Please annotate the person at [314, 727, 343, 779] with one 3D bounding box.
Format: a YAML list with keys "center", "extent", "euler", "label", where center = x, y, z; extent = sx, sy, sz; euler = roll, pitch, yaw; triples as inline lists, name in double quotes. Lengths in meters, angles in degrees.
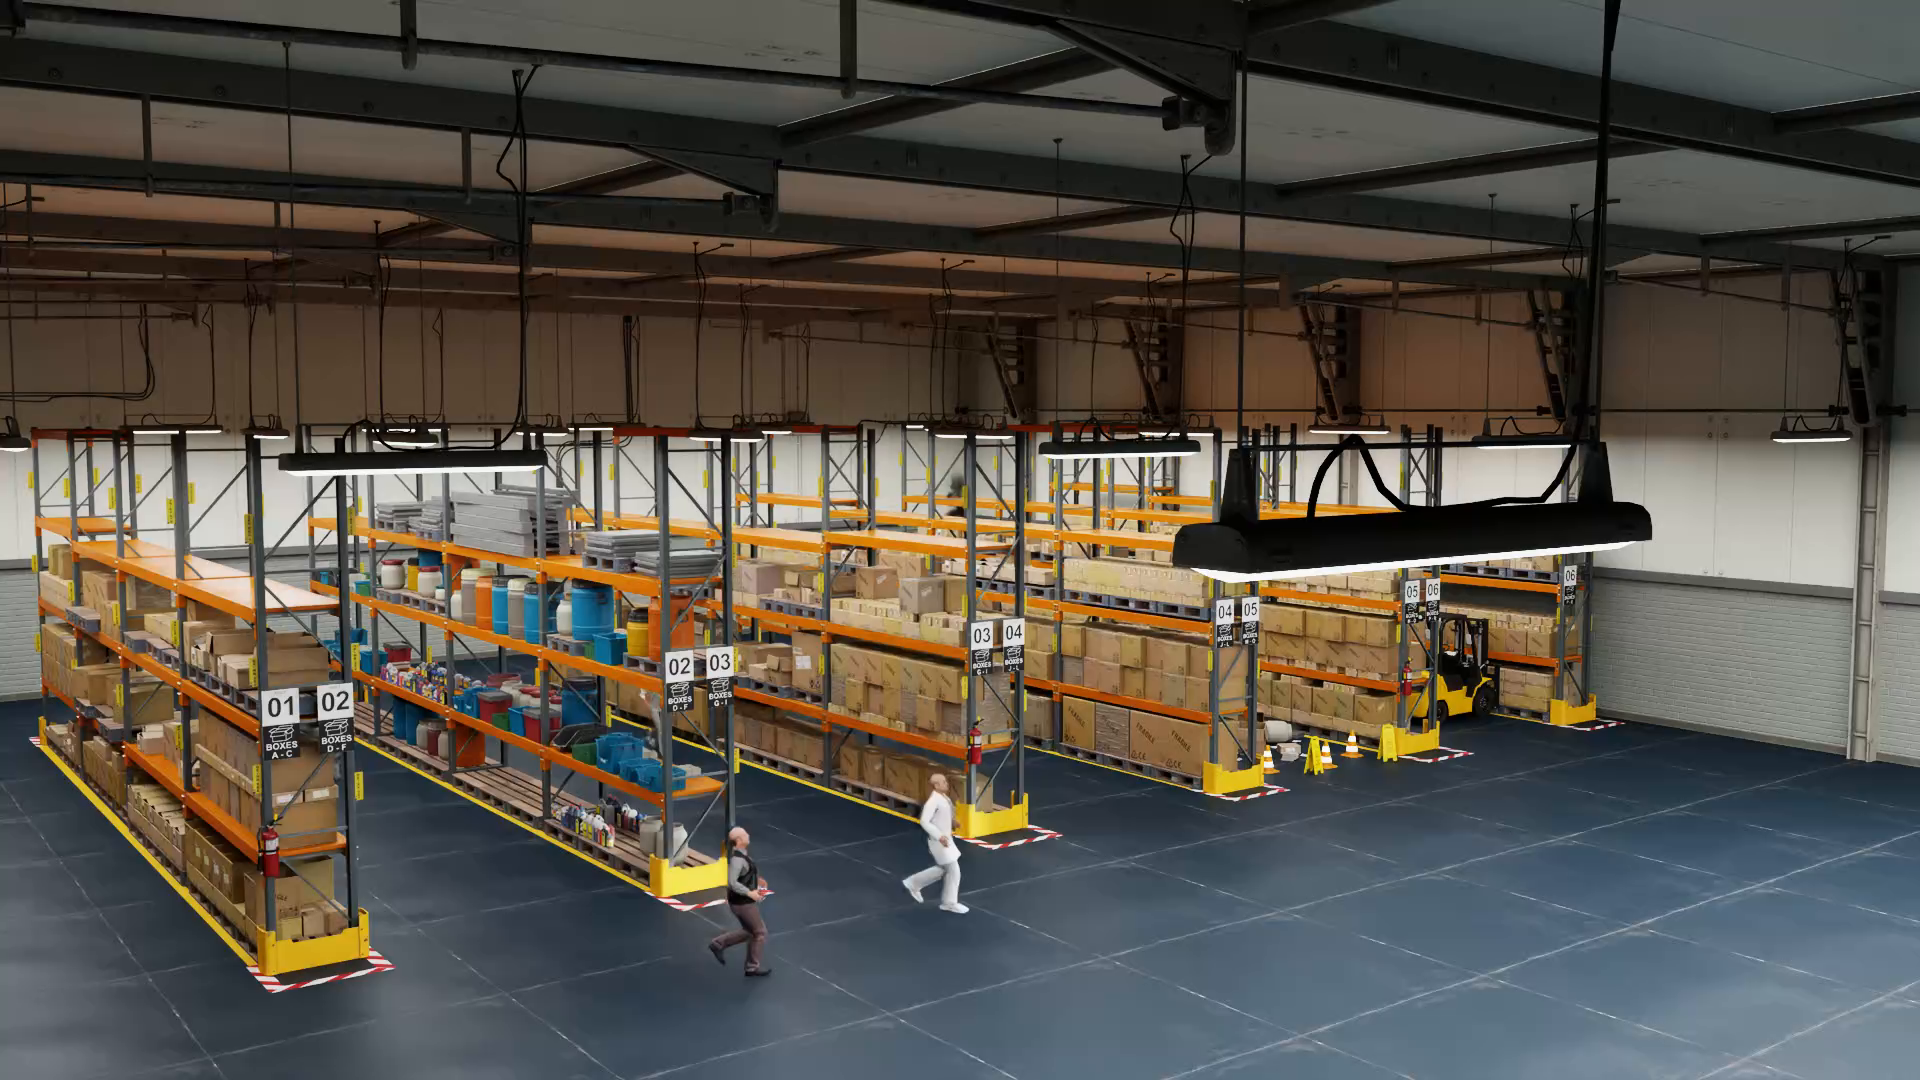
- center: [-10.861, 3.273, 28.564]
  extent: [0.554, 1.705, 0.759]
  euler: [-4, 6, -40]
  label: "person"

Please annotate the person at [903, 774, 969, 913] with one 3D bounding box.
- center: [-0.306, 3.815, 20.971]
  extent: [0.843, 1.773, 0.704]
  euler: [0, 4, 2]
  label: "person"

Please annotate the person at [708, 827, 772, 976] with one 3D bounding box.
- center: [-2.461, 4.035, 18.554]
  extent: [0.704, 1.678, 0.663]
  euler: [-1, 5, -10]
  label: "person"

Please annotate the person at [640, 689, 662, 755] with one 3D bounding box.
- center: [-5.549, 3.179, 30.498]
  extent: [0.543, 1.481, 0.877]
  euler: [-4, 6, -42]
  label: "person"
